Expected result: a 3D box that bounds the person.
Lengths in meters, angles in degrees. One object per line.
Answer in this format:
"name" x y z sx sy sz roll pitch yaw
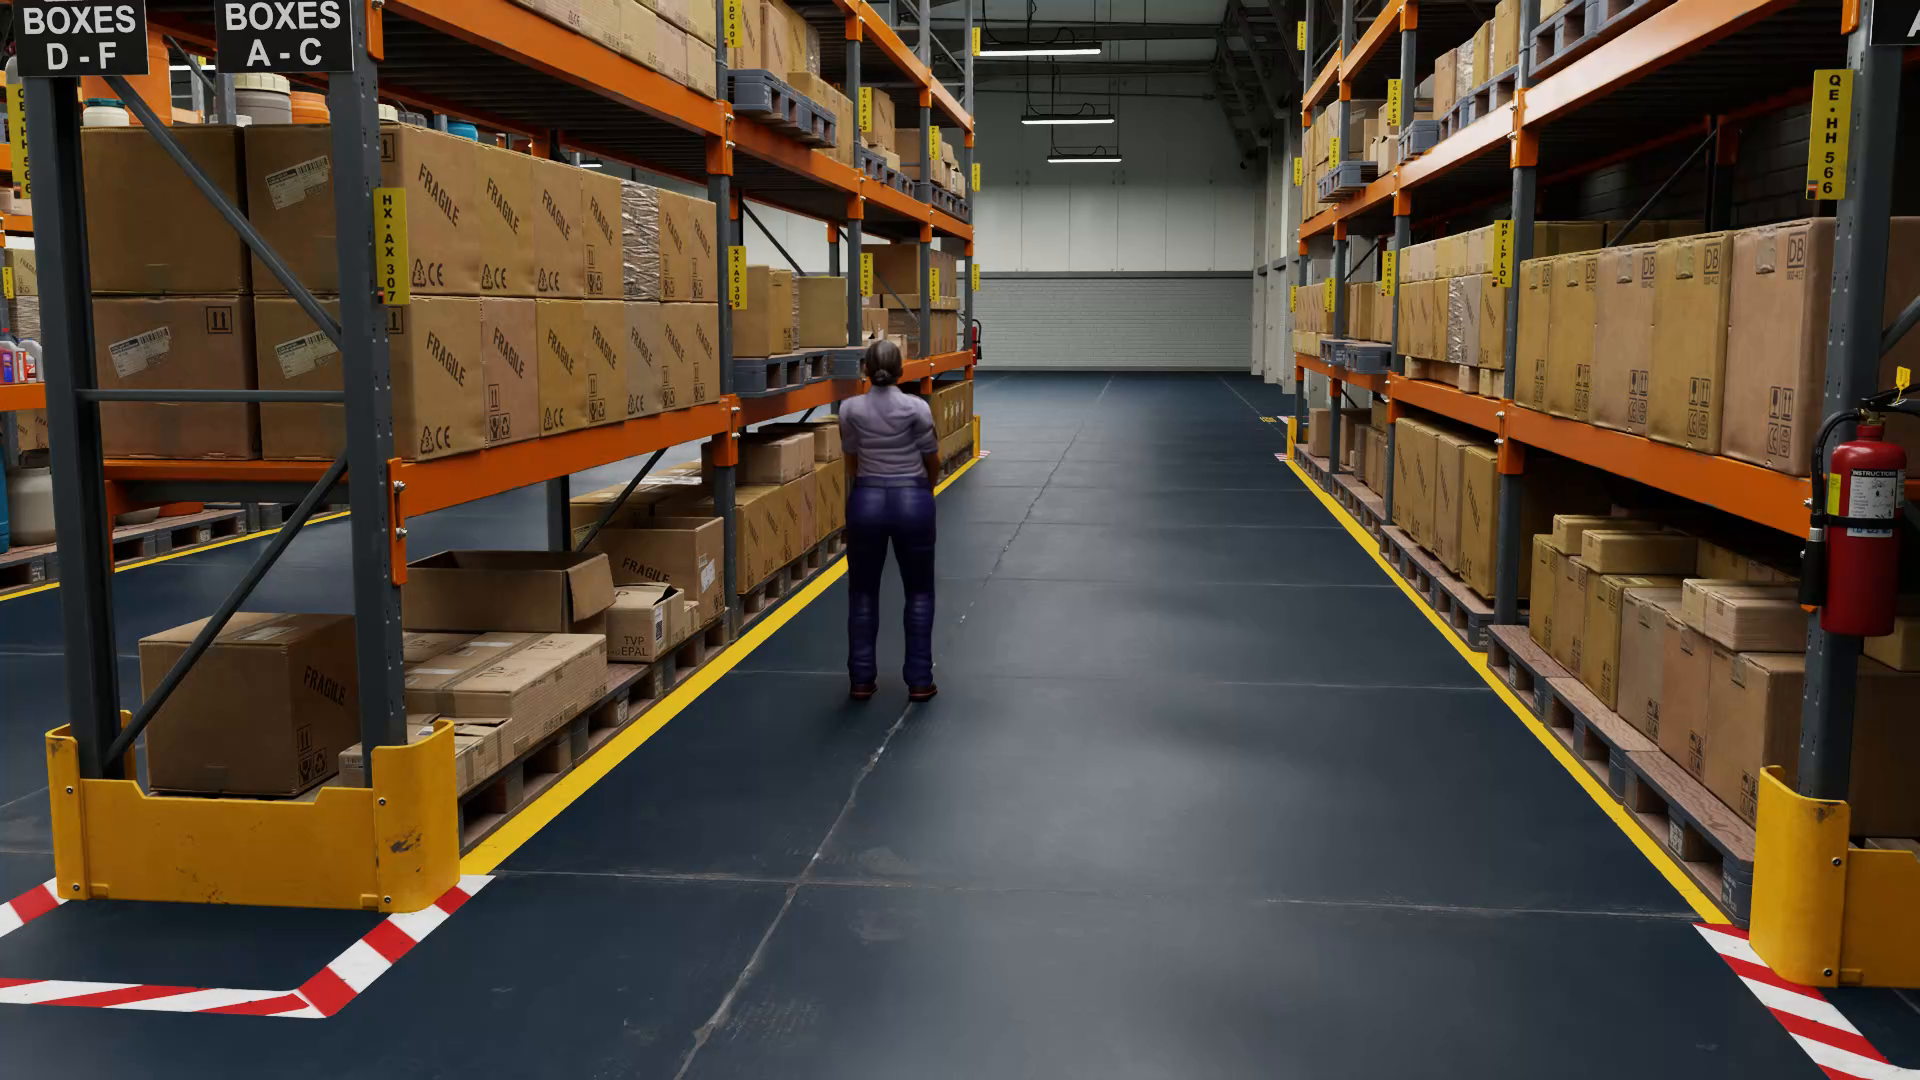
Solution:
"person" -0.309 -0.101 7.646 0.453 1.637 0.523 1 8 7
